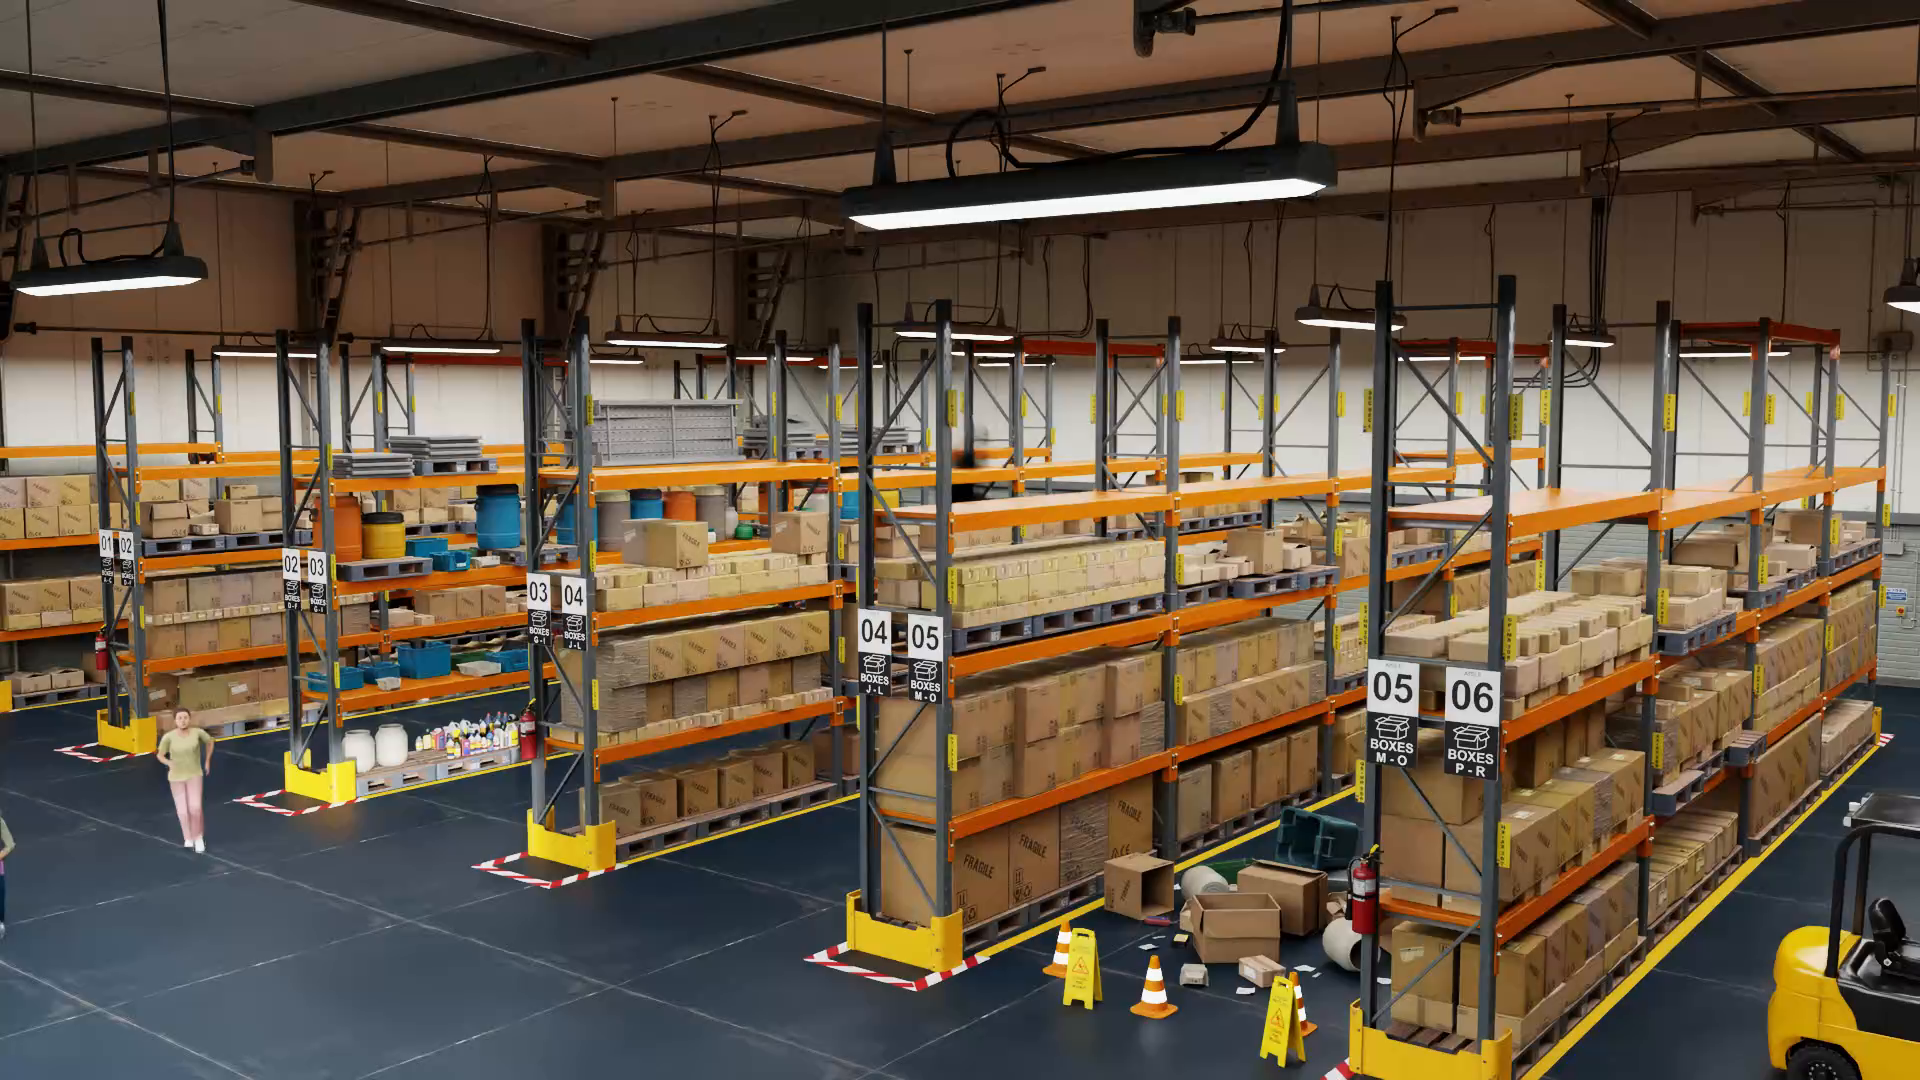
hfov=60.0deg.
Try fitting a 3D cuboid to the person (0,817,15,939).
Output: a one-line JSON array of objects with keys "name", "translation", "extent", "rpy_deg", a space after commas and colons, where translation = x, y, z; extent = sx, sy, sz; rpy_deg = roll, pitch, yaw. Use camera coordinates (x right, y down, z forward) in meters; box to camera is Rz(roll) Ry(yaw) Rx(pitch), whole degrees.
[{"name": "person", "translation": [-8.953, 3.065, 15.220], "extent": [0.542, 1.553, 0.680], "rpy_deg": [-2, 6, -26]}]

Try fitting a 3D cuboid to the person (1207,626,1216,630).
[{"name": "person", "translation": [3.457, 2.096, 22.867], "extent": [0.674, 1.675, 0.541], "rpy_deg": [4, 6, 39]}]

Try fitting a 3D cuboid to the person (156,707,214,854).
[{"name": "person", "translation": [-8.728, 2.711, 18.740], "extent": [0.577, 1.670, 0.649], "rpy_deg": [-2, 5, -19]}]
